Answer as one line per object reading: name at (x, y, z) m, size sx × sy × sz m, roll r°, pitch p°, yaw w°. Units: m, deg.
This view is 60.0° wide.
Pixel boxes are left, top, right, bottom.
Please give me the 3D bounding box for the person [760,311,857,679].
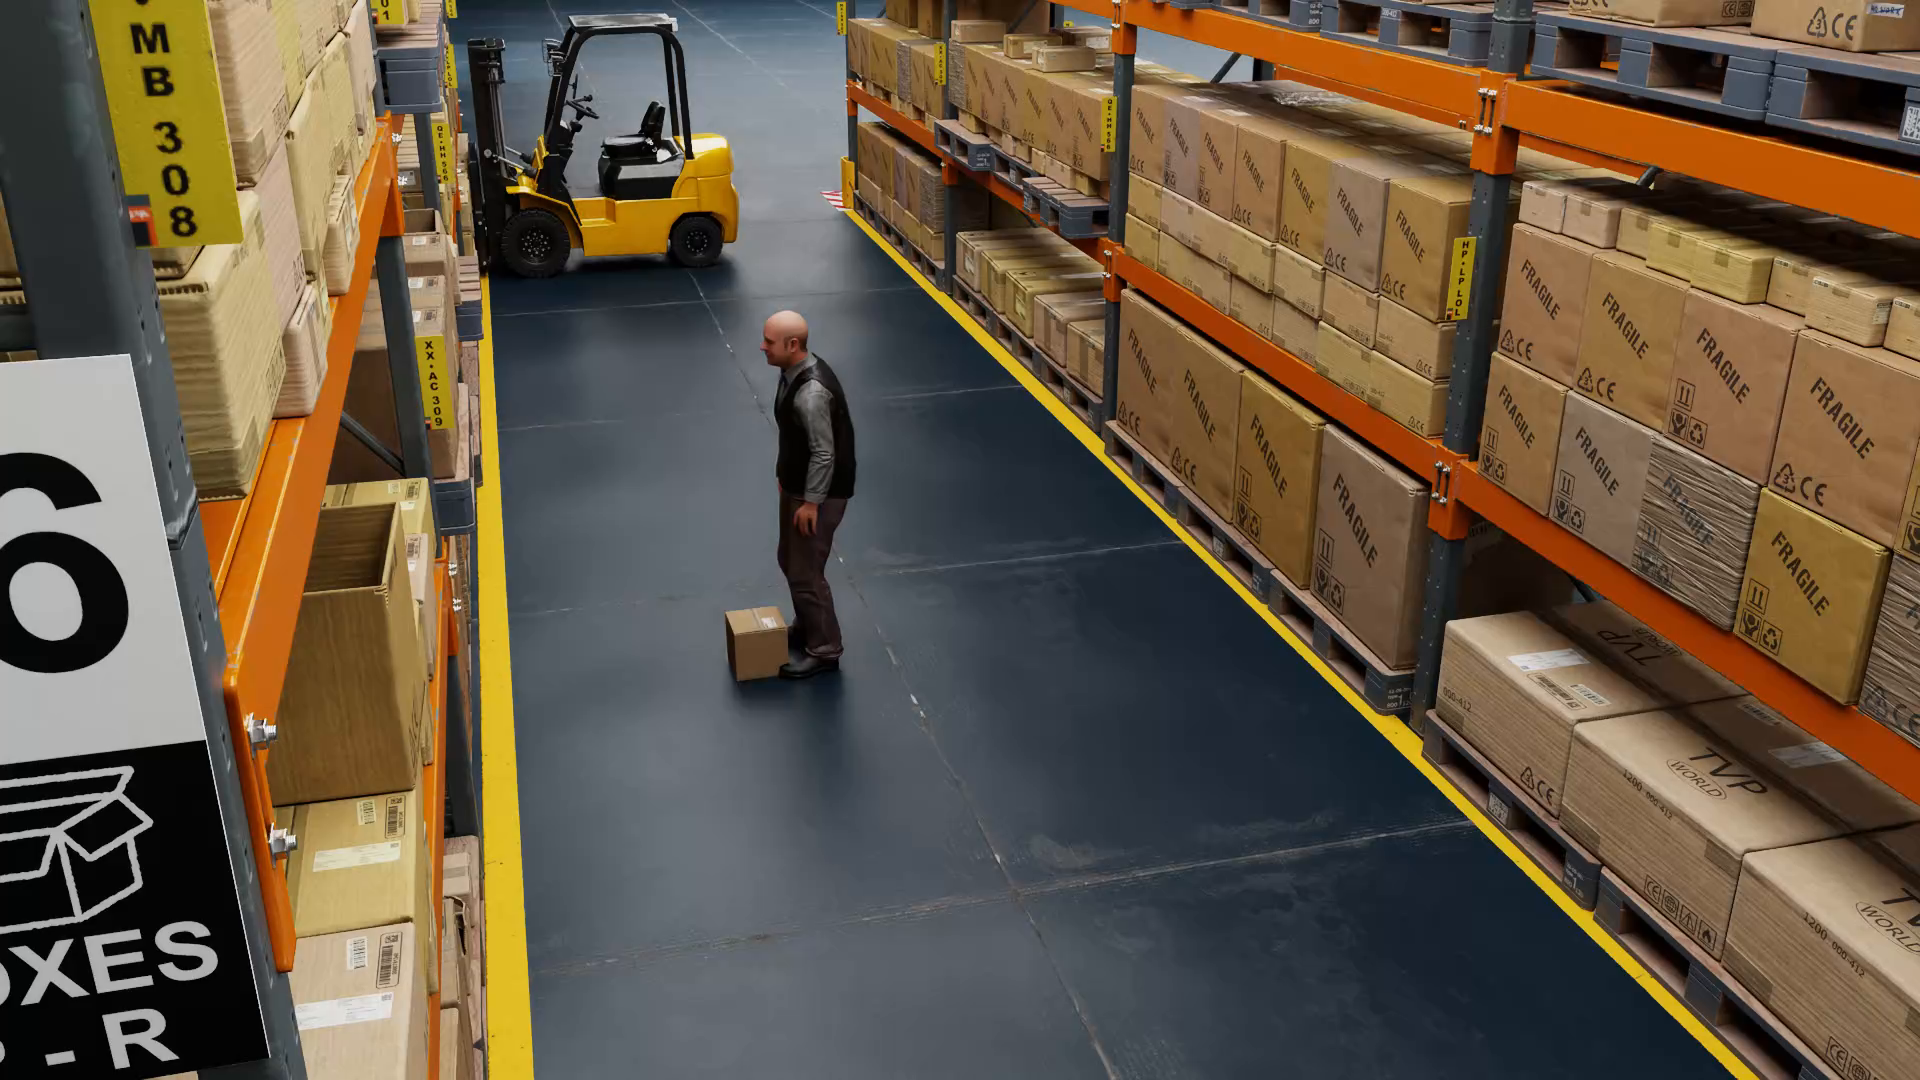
person at (-0.692, -0.225, 7.661) m, size 0.421 × 1.720 × 0.580 m, roll -6°, pitch 24°, yaw -14°
